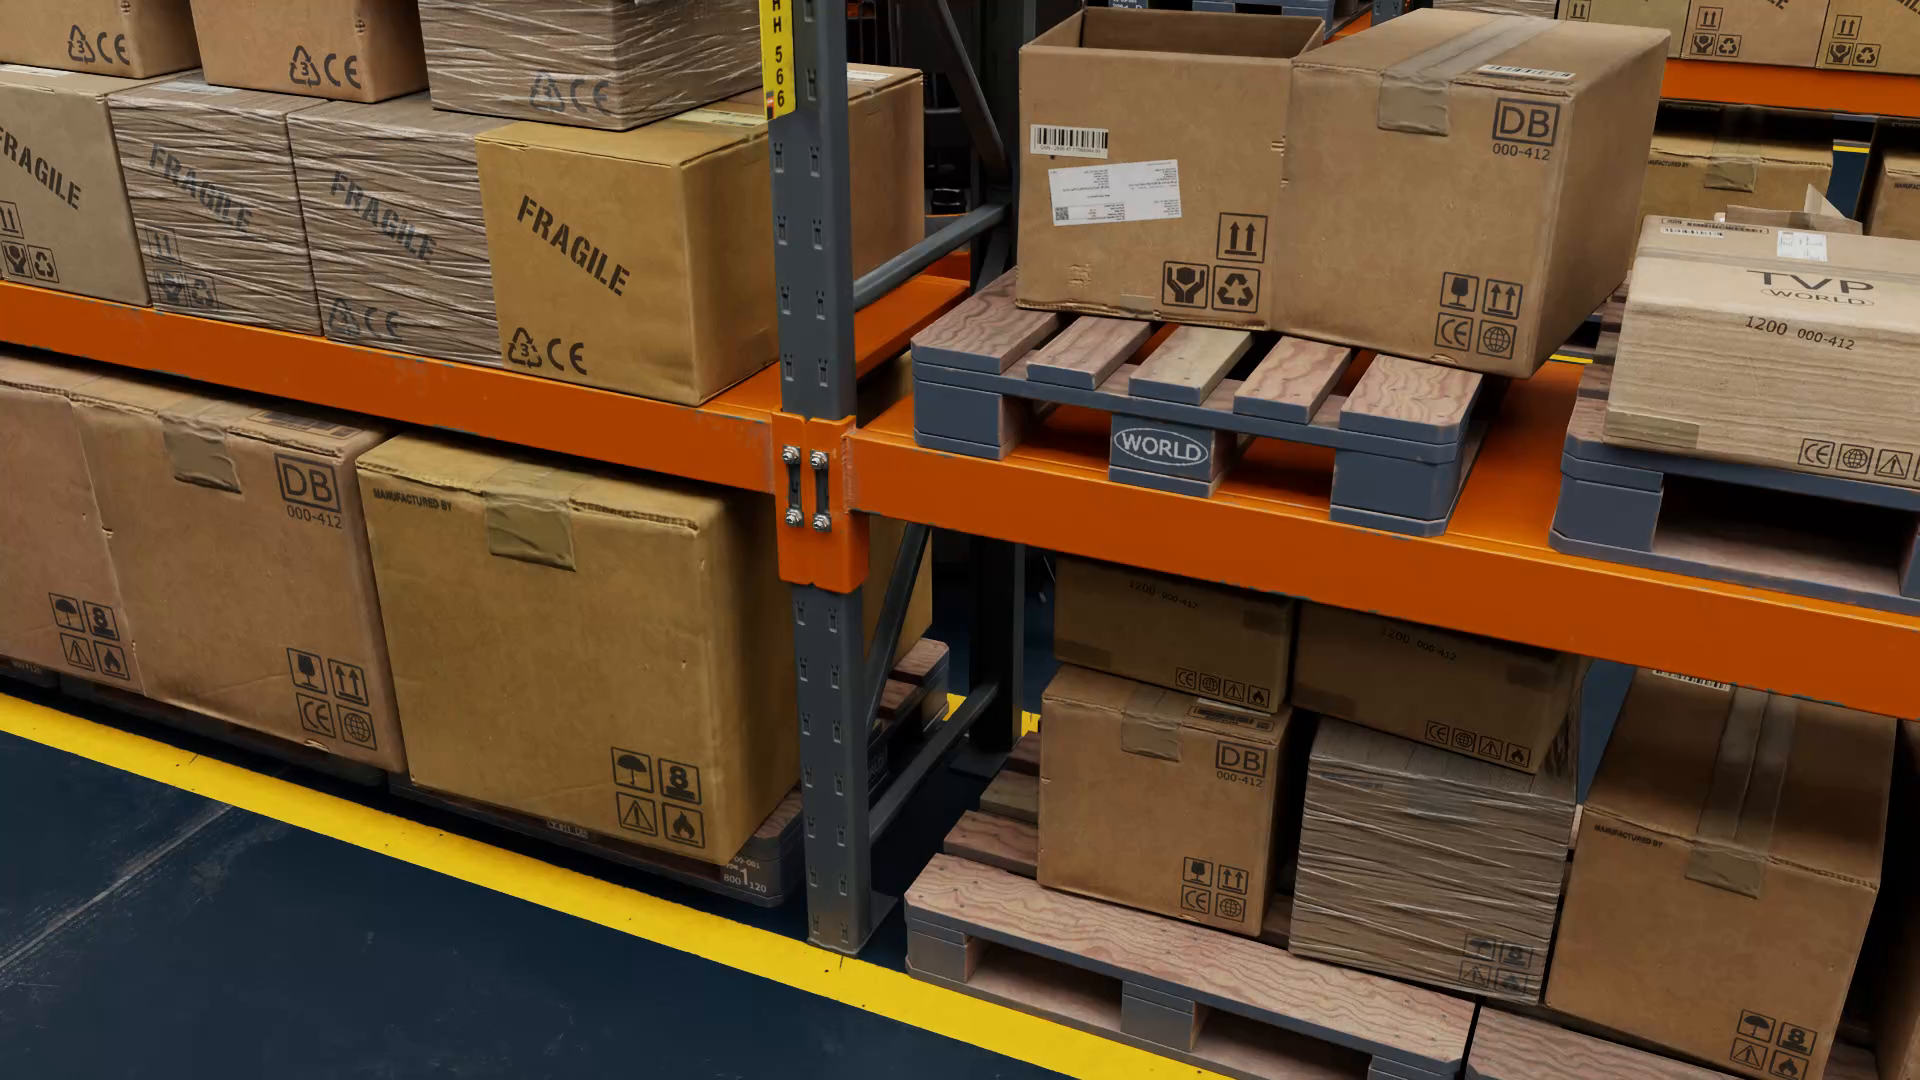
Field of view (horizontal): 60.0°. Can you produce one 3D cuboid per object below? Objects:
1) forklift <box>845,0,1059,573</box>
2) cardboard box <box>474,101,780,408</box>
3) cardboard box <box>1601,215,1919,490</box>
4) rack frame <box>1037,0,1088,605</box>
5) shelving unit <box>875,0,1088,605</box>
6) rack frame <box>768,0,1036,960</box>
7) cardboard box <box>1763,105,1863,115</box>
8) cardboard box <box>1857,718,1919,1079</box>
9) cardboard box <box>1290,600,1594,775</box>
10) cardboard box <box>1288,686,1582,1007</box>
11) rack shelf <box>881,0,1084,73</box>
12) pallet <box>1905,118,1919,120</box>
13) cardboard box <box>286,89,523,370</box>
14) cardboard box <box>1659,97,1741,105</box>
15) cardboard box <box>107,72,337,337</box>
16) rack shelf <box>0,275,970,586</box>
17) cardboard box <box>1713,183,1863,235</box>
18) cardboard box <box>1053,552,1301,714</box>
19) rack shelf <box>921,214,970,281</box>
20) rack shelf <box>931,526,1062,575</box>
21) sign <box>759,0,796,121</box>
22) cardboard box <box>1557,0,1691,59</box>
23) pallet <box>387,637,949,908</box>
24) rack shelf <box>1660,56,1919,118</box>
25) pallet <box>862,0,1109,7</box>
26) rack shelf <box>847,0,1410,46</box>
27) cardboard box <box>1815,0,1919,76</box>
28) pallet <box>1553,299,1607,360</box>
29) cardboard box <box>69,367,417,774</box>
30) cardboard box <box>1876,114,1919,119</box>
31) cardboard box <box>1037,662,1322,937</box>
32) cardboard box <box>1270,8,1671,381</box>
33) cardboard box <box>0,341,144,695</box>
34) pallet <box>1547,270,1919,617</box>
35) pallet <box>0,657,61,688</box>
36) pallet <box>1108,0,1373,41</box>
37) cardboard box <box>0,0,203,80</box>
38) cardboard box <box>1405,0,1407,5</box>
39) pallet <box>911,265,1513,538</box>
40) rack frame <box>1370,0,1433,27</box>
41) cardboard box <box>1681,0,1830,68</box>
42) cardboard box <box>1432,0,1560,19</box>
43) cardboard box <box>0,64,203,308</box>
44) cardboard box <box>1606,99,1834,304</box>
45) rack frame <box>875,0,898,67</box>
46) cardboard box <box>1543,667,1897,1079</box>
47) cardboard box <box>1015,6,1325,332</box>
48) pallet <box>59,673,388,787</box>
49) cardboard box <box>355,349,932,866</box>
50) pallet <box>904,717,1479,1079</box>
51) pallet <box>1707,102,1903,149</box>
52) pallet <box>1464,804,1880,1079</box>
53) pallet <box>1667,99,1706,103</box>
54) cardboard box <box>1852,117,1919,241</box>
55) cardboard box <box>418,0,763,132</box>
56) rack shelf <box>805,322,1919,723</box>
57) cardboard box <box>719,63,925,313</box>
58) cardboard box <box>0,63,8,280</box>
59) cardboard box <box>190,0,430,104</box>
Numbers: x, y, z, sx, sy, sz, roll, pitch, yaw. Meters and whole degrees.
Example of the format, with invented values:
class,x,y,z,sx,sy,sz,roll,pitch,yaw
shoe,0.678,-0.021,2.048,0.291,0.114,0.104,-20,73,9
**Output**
class,x,y,z,sx,sy,sz,roll,pitch,yaw
forklift,-0.205,-1.813,6.113,1.130,2.935,3.031,-4,26,-8
cardboard box,-0.641,-0.634,3.529,0.500,0.500,0.500,12,29,23
cardboard box,1.341,-0.321,2.700,0.500,0.250,0.500,11,28,20
rack frame,0.288,-0.686,4.766,0.015,2.100,0.400,-4,26,-8
shelving unit,0.046,-0.670,4.733,0.503,2.100,0.431,-4,26,-8
rack frame,-0.089,-0.599,3.570,0.127,3.000,1.000,11,28,22
cardboard box,5.886,-3.213,11.379,0.625,0.372,0.950,12,29,23
cardboard box,2.066,0.739,3.185,0.500,0.500,0.700,9,28,17
cardboard box,1.020,0.192,3.446,0.500,0.250,0.500,15,30,28
cardboard box,1.039,0.536,3.597,0.500,0.500,0.700,9,28,18
rack shelf,0.046,-1.286,4.430,0.480,0.518,0.431,-4,26,-8
pallet,6.945,-2.743,11.082,1.213,0.211,1.003,11,28,22
cardboard box,-1.093,-0.728,3.719,0.500,0.500,0.500,11,28,21
cardboard box,5.198,-3.354,11.665,0.625,0.372,0.950,11,28,21
cardboard box,-1.567,-0.821,3.909,0.500,0.500,0.500,10,28,20
rack shelf,-1.910,-0.642,4.472,4.000,0.370,1.077,11,28,22
cardboard box,1.540,-0.530,3.108,0.258,0.266,0.396,11,28,20
cardboard box,0.533,0.099,3.635,0.500,0.250,0.500,13,29,24
rack shelf,0.046,-0.657,4.739,0.480,0.518,0.431,-4,26,-8
rack shelf,0.046,-0.029,5.048,0.480,0.518,0.431,-4,26,-8
sign,-0.316,-0.894,2.860,0.005,0.325,0.100,11,28,22
cardboard box,2.817,-2.337,6.987,0.500,0.500,0.500,11,28,21
pallet,-0.776,0.478,4.540,1.213,0.211,1.003,11,28,22
rack shelf,3.876,-1.886,6.999,4.000,0.370,1.077,11,28,22
pallet,0.237,-2.834,8.327,1.213,0.211,1.003,11,28,22
rack shelf,0.235,-2.617,8.485,4.000,0.370,1.077,11,28,22
cardboard box,3.728,-2.152,6.613,0.500,0.500,0.500,11,28,21
pallet,2.742,-1.149,7.845,1.213,0.211,1.003,11,28,22
cardboard box,-1.517,-0.134,4.557,0.875,0.875,1.225,11,28,22
cardboard box,6.520,-3.086,11.122,0.625,0.372,0.950,13,29,25
cardboard box,0.529,0.440,3.792,0.500,0.500,0.700,10,28,19
cardboard box,0.968,-0.687,3.162,0.500,0.500,0.700,16,30,29
cardboard box,-2.326,-0.293,4.879,0.875,0.875,1.225,10,28,20
pallet,1.730,-0.167,2.911,1.213,0.211,1.003,11,28,22
pallet,-2.997,0.032,5.446,1.213,0.211,1.003,11,28,22
pallet,1.363,-2.576,7.803,1.003,0.211,1.213,11,28,22
cardboard box,-1.954,-1.474,4.099,0.637,0.503,0.797,12,29,23
cardboard box,3.418,-3.978,12.364,0.875,0.875,0.875,11,28,21
pallet,0.603,-0.425,3.435,1.003,0.211,1.213,11,28,22
rack frame,2.056,-2.574,7.583,0.127,3.000,1.000,11,28,22
cardboard box,3.276,-2.244,6.800,0.500,0.500,0.500,11,28,22
cardboard box,2.353,-2.429,7.174,0.500,0.500,0.500,12,29,22
cardboard box,-2.029,-0.915,4.099,0.500,0.500,0.500,12,29,23
cardboard box,3.370,-1.448,7.366,0.750,0.750,1.050,12,29,23
rack frame,-0.195,-0.653,4.700,0.015,2.100,0.400,-4,26,-8
cardboard box,1.558,0.637,3.392,0.500,0.500,0.700,14,29,26
cardboard box,0.419,-0.749,3.287,0.500,0.500,0.500,8,27,15
pallet,-1.882,0.254,4.994,1.213,0.211,1.003,11,28,22
cardboard box,-0.709,0.032,4.220,0.875,0.875,1.225,10,28,19
pallet,0.621,0.796,3.894,1.213,0.211,1.003,11,28,22
pallet,5.830,-2.965,11.534,1.213,0.211,1.003,11,28,22
pallet,1.728,1.020,3.440,1.213,0.211,1.003,11,28,22
pallet,4.723,-3.189,11.988,1.213,0.211,1.003,11,28,22
cardboard box,4.218,-1.277,7.020,0.750,0.750,1.050,11,28,22
cardboard box,-0.748,-1.234,3.611,0.637,0.503,0.797,12,29,24
rack shelf,1.731,0.090,2.986,4.000,0.370,1.077,11,28,22
cardboard box,-0.419,-0.842,3.951,0.500,0.500,0.500,12,29,23
cardboard box,-2.502,-1.007,4.286,0.500,0.500,0.500,11,28,21
cardboard box,-1.340,-1.354,3.855,0.637,0.503,0.797,12,29,23
